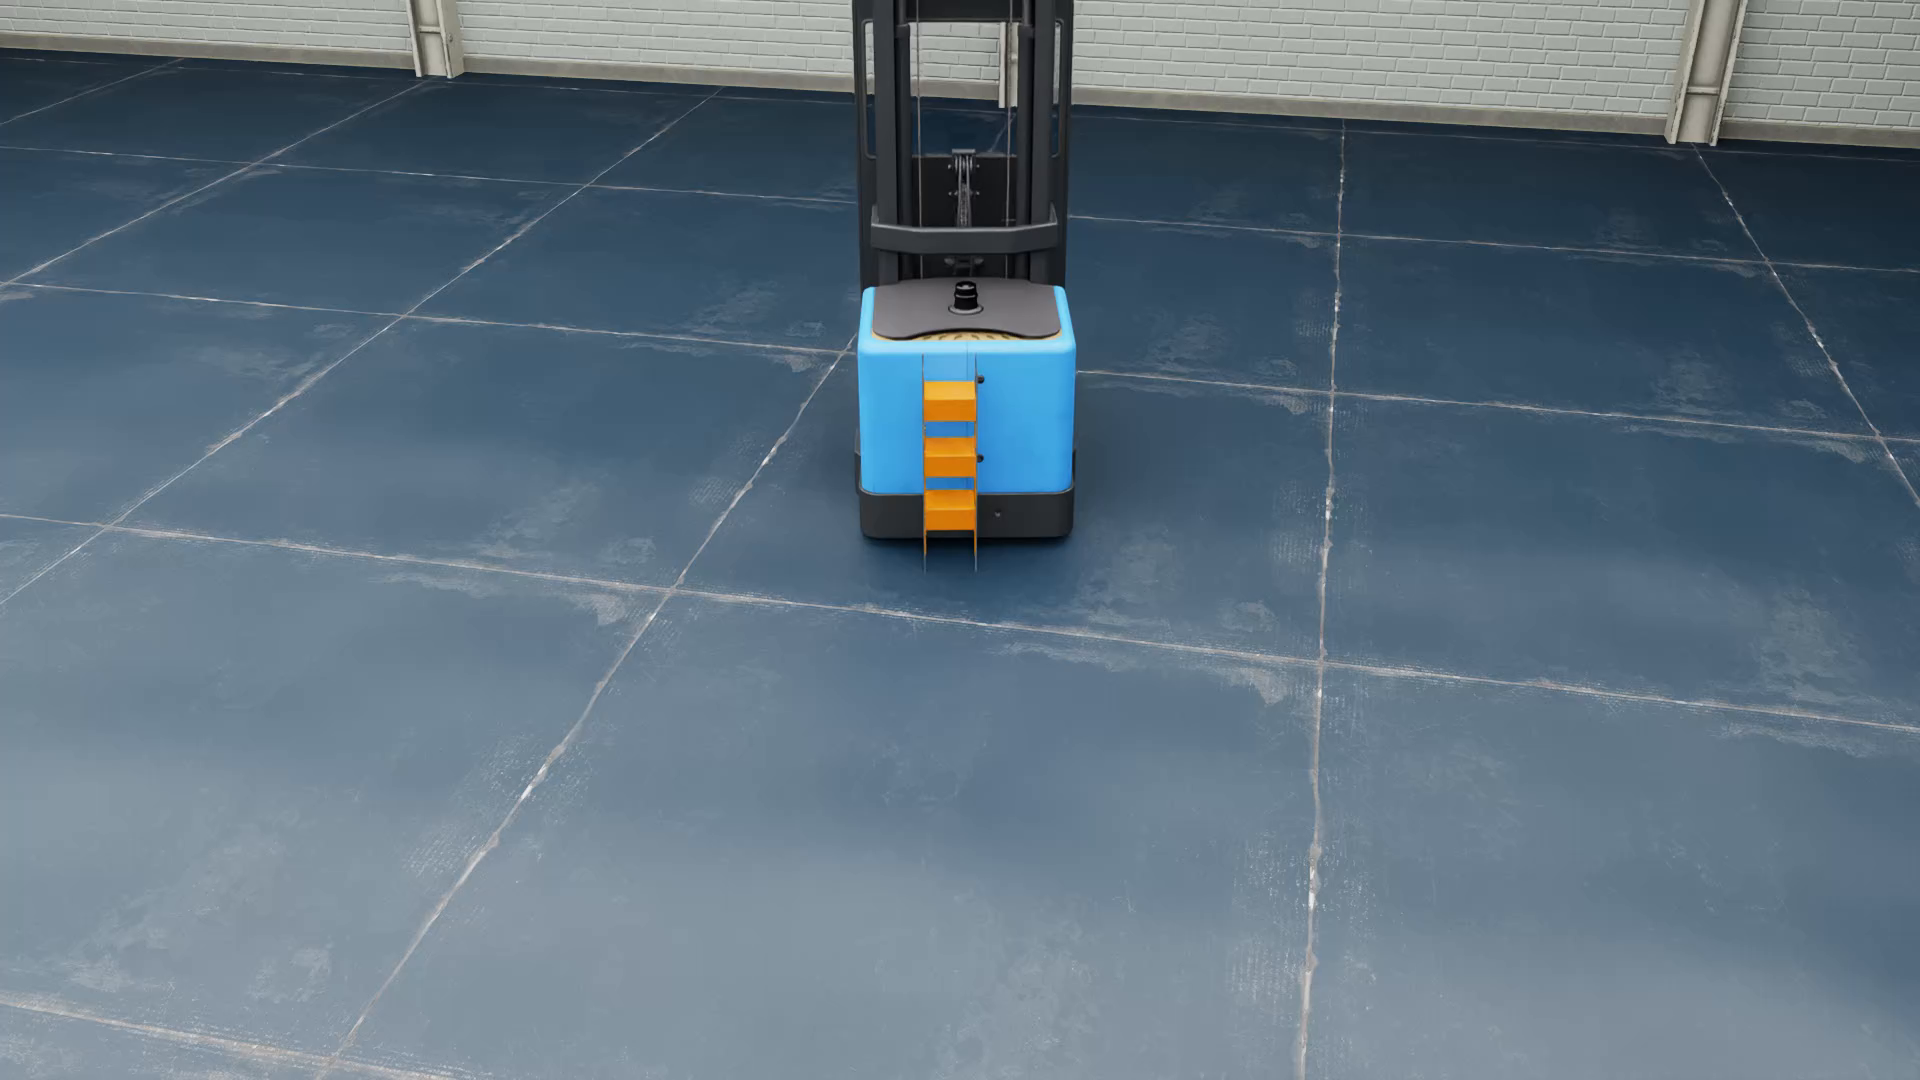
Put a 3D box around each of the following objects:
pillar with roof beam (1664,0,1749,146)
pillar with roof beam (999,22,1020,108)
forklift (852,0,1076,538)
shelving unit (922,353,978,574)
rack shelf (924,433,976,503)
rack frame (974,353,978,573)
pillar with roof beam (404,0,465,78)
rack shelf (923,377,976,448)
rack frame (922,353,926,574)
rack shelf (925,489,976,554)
[{"bbox_3d":[5.559,-5.465,8.862,0.400,9.000,9.100,6,29,11],"label":"pillar with roof beam"},{"bbox_3d":[-0.308,-6.067,9.961,0.400,9.000,9.100,6,29,11],"label":"pillar with roof beam"},{"bbox_3d":[0.010,-1.961,8.779,1.130,2.935,3.031,0,29,-1],"label":"forklift"},{"bbox_3d":[-0.047,-0.348,7.793,0.252,1.050,0.215,0,29,-1],"label":"shelving unit"},{"bbox_3d":[-0.047,-0.339,7.798,0.240,0.259,0.215,0,29,-1],"label":"rack shelf"},{"bbox_3d":[0.075,-0.349,7.794,0.008,1.050,0.200,0,29,-1],"label":"rack frame"},{"bbox_3d":[-6.176,-6.669,11.060,0.400,9.000,9.100,6,29,11],"label":"pillar with roof beam"},{"bbox_3d":[-0.047,-0.588,7.661,0.240,0.259,0.215,0,29,-1],"label":"rack shelf"},{"bbox_3d":[-0.169,-0.347,7.791,0.008,1.050,0.200,0,29,-1],"label":"rack frame"},{"bbox_3d":[-0.047,-0.095,7.931,0.240,0.259,0.215,0,29,-1],"label":"rack shelf"}]
